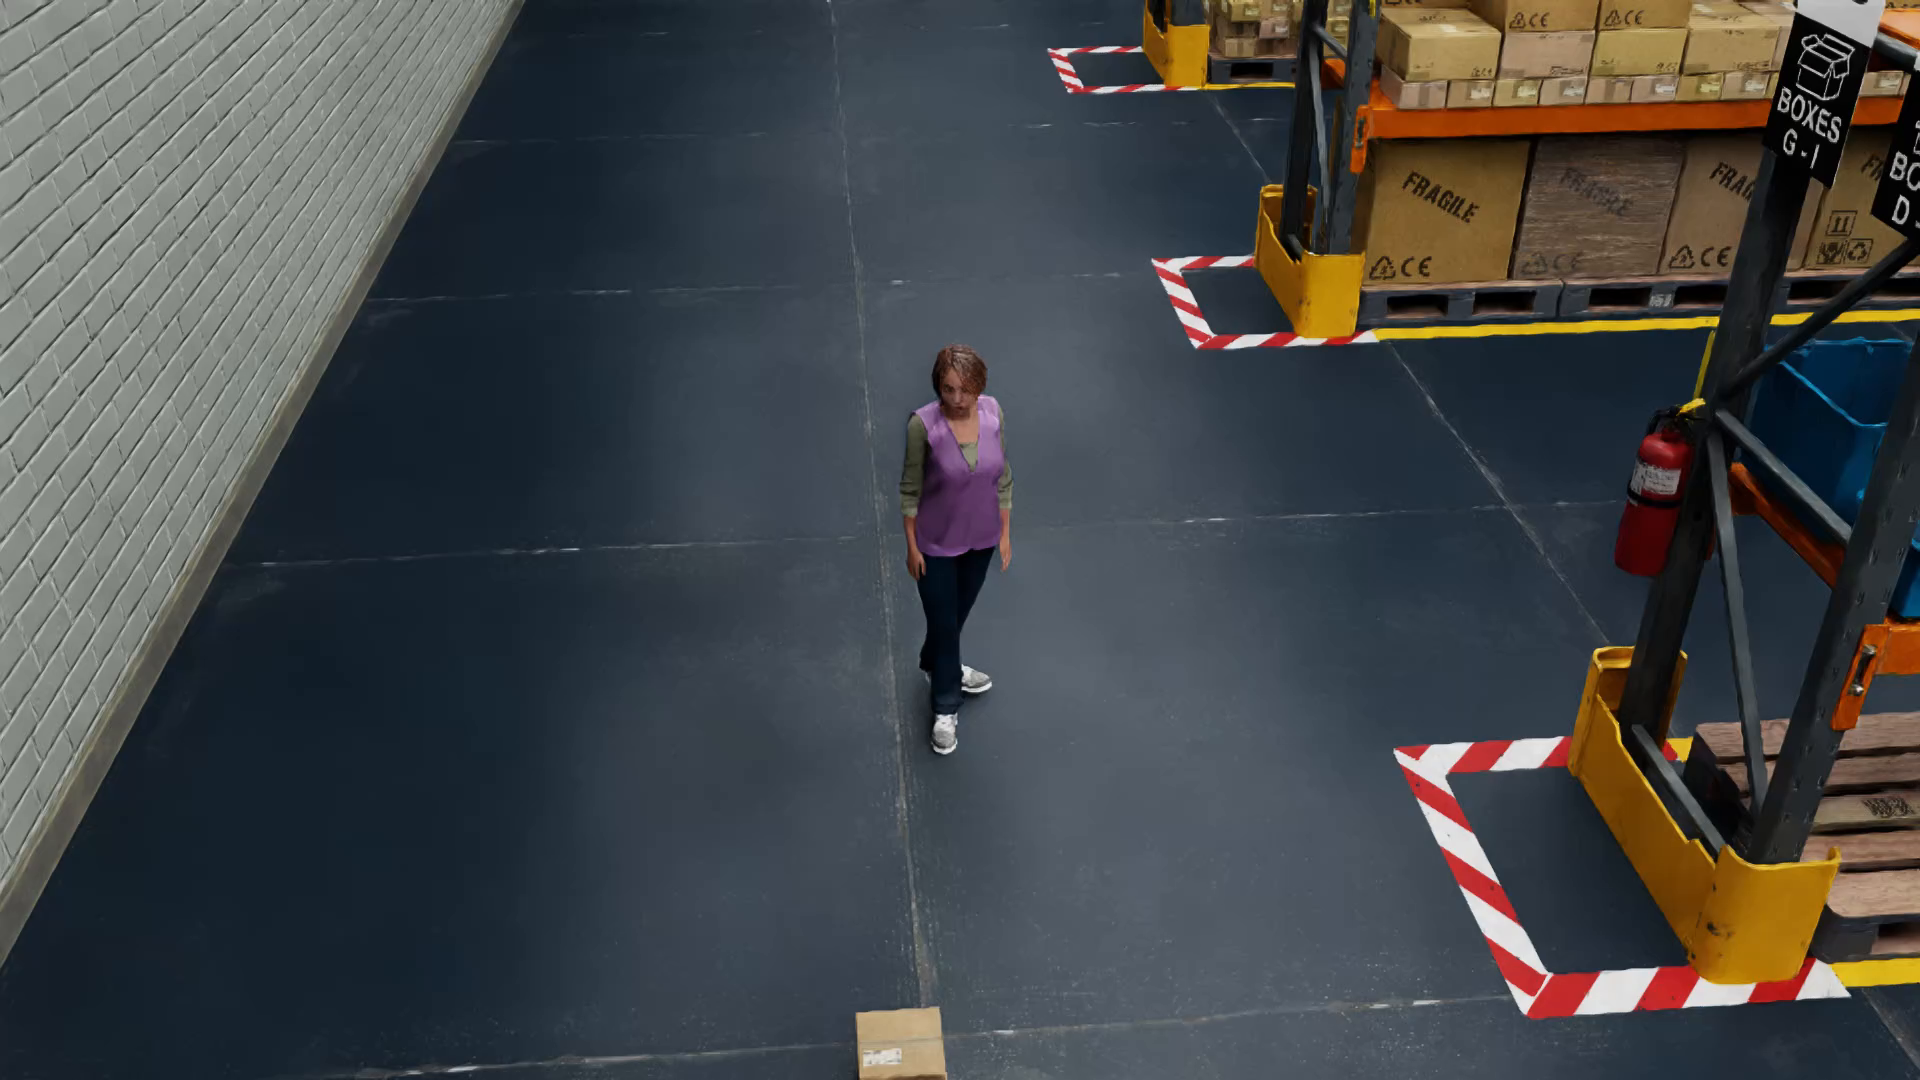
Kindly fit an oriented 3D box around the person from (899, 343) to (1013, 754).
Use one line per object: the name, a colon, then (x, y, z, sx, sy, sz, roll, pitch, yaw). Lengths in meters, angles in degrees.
person: (-0.020, -0.006, 6.143, 0.422, 1.605, 0.463, -17, 35, -25)
